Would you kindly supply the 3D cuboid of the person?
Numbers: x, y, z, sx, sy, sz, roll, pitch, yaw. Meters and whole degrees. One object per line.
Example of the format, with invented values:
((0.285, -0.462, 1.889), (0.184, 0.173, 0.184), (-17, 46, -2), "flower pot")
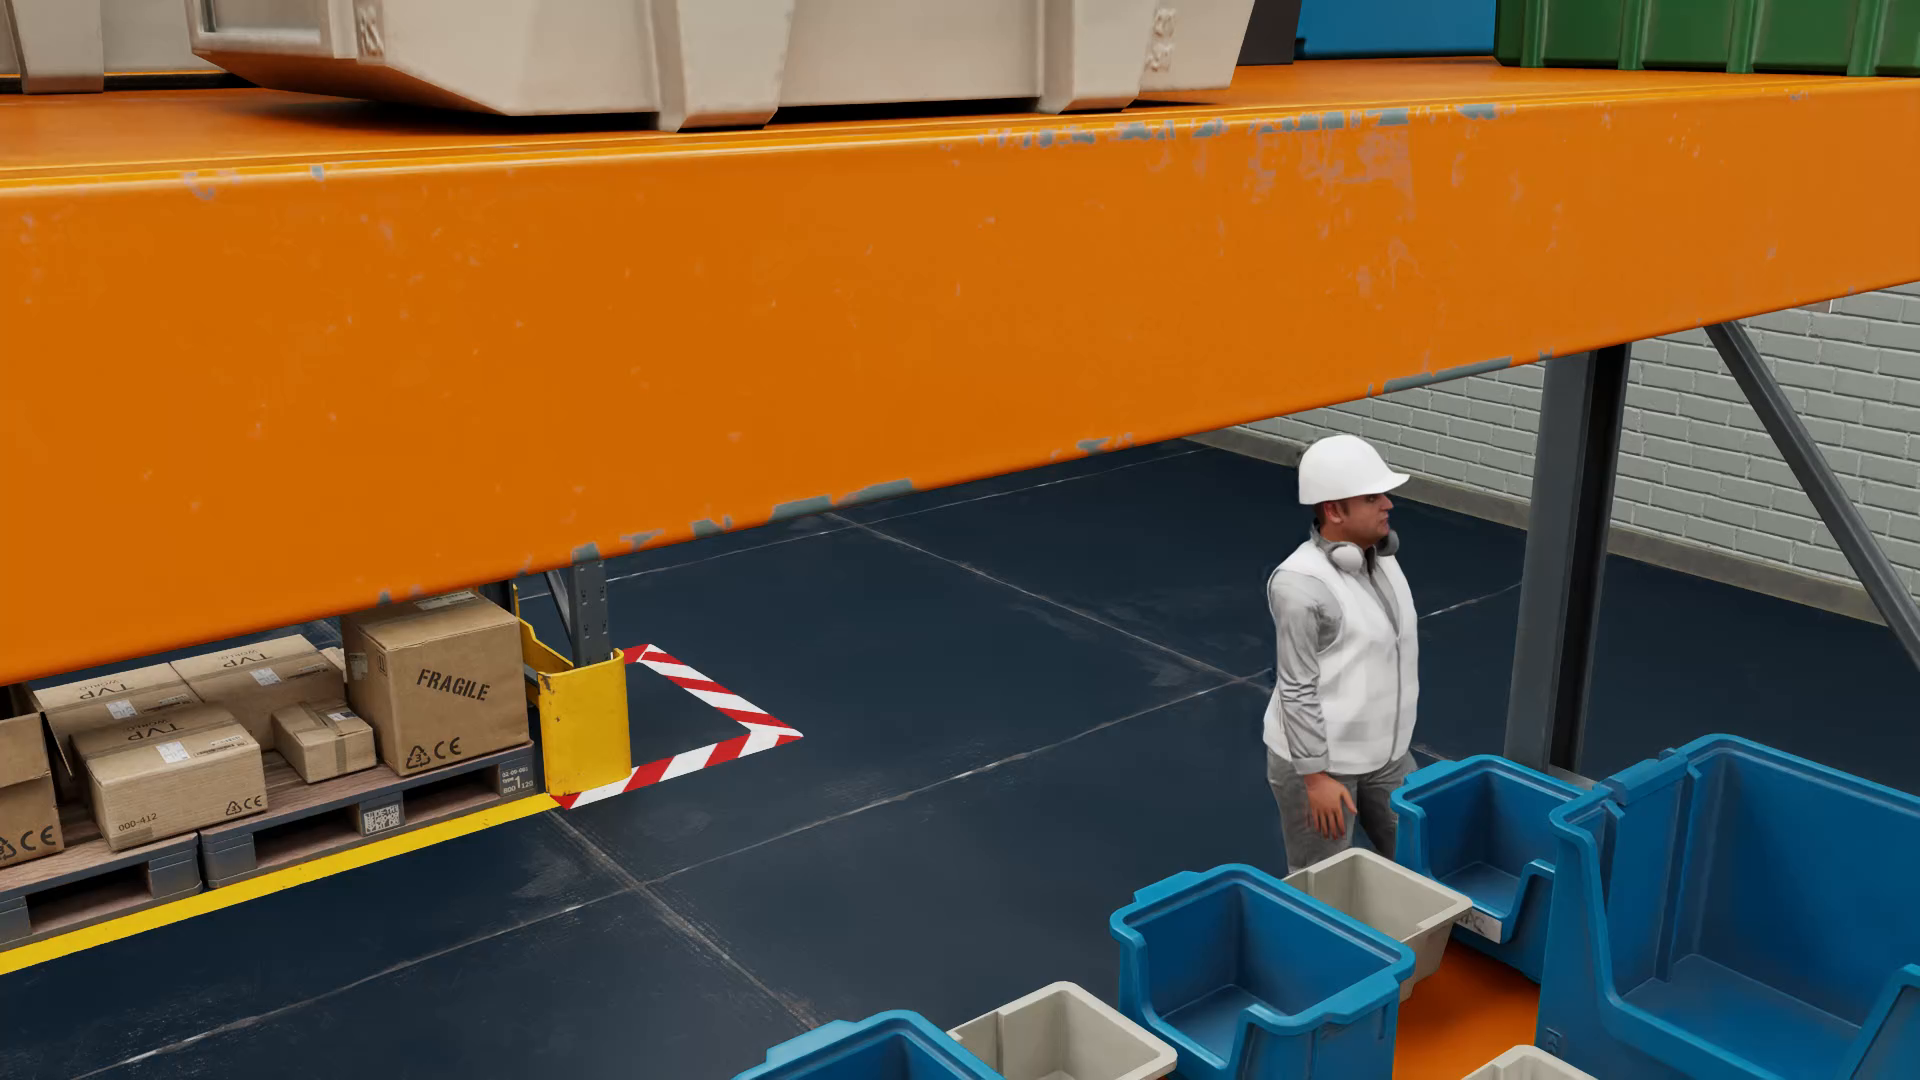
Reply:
((1.078, 0.605, 4.595), (0.540, 1.812, 0.462), (-16, 24, -42), "person")
